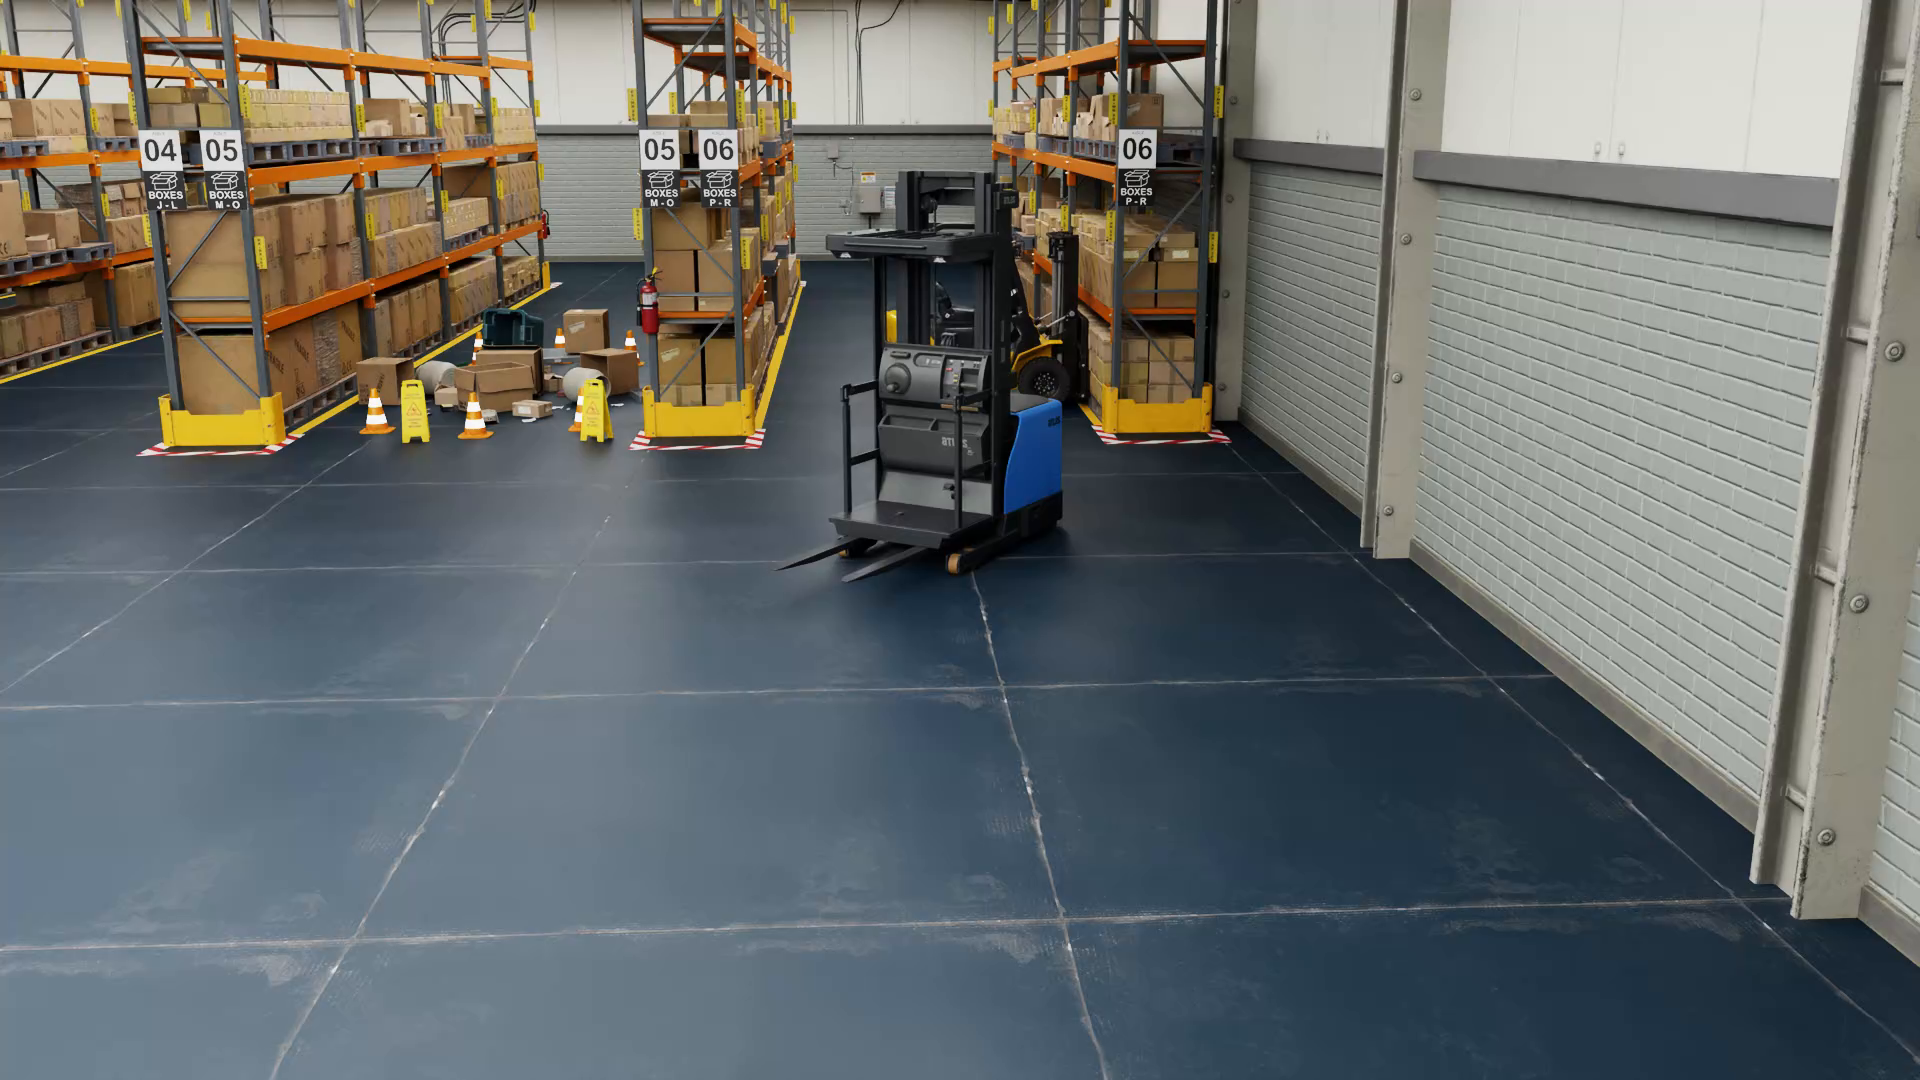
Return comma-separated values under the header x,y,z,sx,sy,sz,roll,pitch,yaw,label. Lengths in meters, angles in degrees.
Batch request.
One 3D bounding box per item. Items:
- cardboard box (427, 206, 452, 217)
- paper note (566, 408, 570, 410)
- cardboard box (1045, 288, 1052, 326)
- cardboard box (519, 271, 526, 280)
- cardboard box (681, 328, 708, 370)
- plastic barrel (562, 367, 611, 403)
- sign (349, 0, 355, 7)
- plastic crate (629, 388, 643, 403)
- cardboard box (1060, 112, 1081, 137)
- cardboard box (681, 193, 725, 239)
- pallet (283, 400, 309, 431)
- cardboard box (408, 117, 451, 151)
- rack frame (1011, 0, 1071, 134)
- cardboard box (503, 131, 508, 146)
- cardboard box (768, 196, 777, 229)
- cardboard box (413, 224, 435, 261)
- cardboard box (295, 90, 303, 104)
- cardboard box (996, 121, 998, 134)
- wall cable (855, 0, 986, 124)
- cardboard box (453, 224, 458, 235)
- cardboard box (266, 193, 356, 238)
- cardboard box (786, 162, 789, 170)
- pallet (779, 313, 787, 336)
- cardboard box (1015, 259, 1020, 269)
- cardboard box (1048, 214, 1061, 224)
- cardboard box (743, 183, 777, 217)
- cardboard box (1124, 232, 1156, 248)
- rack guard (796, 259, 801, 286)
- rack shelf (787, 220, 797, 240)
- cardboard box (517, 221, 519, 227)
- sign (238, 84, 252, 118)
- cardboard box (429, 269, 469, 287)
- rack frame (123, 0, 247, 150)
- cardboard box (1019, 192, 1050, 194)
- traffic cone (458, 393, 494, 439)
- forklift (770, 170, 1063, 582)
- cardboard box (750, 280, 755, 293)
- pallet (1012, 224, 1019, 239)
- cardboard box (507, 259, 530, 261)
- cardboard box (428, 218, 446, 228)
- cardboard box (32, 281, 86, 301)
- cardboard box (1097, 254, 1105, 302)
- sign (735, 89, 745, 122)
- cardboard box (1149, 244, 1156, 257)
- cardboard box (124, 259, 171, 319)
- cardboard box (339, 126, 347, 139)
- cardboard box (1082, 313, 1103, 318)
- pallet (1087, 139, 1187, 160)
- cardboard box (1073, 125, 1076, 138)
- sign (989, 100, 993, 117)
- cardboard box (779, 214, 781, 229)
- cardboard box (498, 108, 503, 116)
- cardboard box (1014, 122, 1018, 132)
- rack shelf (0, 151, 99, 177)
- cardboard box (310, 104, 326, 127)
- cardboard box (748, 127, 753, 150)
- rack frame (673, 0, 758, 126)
x,y,z,sx,sy,sz,roll,pitch,yaw,label
-8.101,-5.092,25.766,0.380,0.149,0.250,-1,14,-4,cardboard box
-4.588,-1.538,19.483,0.032,0.001,0.123,-1,14,-3,paper note
1.726,-3.391,24.611,0.875,0.625,0.625,0,14,-2,cardboard box
-8.293,-4.916,30.896,0.380,0.149,0.250,-1,14,-3,cardboard box
-3.151,-2.149,19.028,0.500,0.500,0.500,0,14,-1,cardboard box
-4.445,-1.831,19.794,0.512,0.421,0.421,10,18,35,plastic barrel
-8.776,-7.862,23.990,0.100,0.325,0.005,-1,14,-3,sign
-3.775,-1.766,20.231,0.402,0.080,0.583,-6,16,-23,plastic crate
1.613,-5.499,21.993,0.500,0.311,0.500,-1,14,-5,cardboard box
-3.106,-3.766,19.341,0.700,0.500,0.500,-1,14,-4,cardboard box
-7.867,-1.334,18.289,1.003,0.211,1.213,-1,14,-3,pallet
-8.005,-6.124,25.087,0.500,0.500,0.500,-1,14,-3,cardboard box
1.405,-8.556,28.721,1.000,3.000,0.127,-1,14,-3,rack frame
-8.289,-7.095,29.364,0.500,0.250,0.500,-1,14,-4,cardboard box
-2.996,-4.865,24.776,0.500,0.500,0.500,-1,14,-5,cardboard box
-7.910,-4.293,23.992,0.500,0.500,0.500,-1,14,-3,cardboard box
-7.537,-4.924,18.484,0.380,0.149,0.250,-1,14,-3,cardboard box
0.964,-7.929,32.007,0.500,0.250,0.500,-1,14,-2,cardboard box
-0.897,-10.946,37.936,2.988,3.039,0.133,-1,14,-3,wall cable
-8.114,-4.874,26.110,0.380,0.149,0.250,0,14,-1,cardboard box
-7.999,-3.985,20.527,0.875,0.550,0.550,-1,14,-3,cardboard box
-3.460,-7.140,31.746,0.380,0.149,0.250,-1,14,-2,cardboard box
-3.275,-3.425,26.415,1.003,0.211,1.213,-1,14,-3,pallet
1.162,-4.864,29.284,0.380,0.149,0.250,0,14,-1,cardboard box
1.469,-4.614,23.936,0.380,0.149,0.250,-1,14,-2,cardboard box
-3.088,-5.237,25.655,0.500,0.500,0.500,-1,14,-5,cardboard box
1.916,-3.259,18.072,0.380,0.149,0.250,-1,14,-3,cardboard box
-3.798,-5.363,33.368,1.175,0.500,0.348,-1,14,-3,rack guard
-3.673,-5.722,31.190,1.077,0.370,4.000,-1,14,-3,rack shelf
-8.404,-5.880,30.866,0.380,0.149,0.250,-1,14,-2,cardboard box
-7.185,-4.409,16.708,0.100,0.325,0.005,-1,14,-3,sign
-8.068,-4.134,26.243,0.500,0.250,0.500,-1,14,-4,cardboard box
-7.740,-5.392,16.425,1.000,3.000,0.127,-1,14,-3,rack frame
1.212,-5.779,28.922,0.700,0.500,0.500,-1,14,-2,cardboard box
-5.207,-1.345,17.827,0.336,0.463,0.334,-1,14,-3,traffic cone
-0.311,-1.284,12.636,1.130,2.935,3.031,8,17,29,forklift
-2.625,-3.006,19.696,0.380,0.149,0.250,-1,14,-3,cardboard box
1.345,-5.357,28.713,1.003,0.211,1.213,-1,14,-3,pallet
-8.391,-5.258,31.628,0.380,0.149,0.250,-1,15,-6,cardboard box
-8.065,-4.826,25.327,0.380,0.149,0.250,0,14,-1,cardboard box
-13.121,-3.625,24.223,0.500,0.250,0.500,0,14,-1,cardboard box
1.833,-2.962,18.819,0.500,0.500,0.500,0,14,-2,cardboard box
-2.264,-4.473,17.118,0.100,0.325,0.005,-1,14,-3,sign
2.298,-3.241,18.600,0.380,0.149,0.250,-1,14,-4,cardboard box
-13.262,-3.993,26.449,1.225,0.875,0.875,-1,14,-3,cardboard box
-7.630,-4.916,20.056,0.380,0.149,0.250,-1,14,-3,cardboard box
1.681,-2.641,20.440,0.500,0.250,0.500,0,14,-2,cardboard box
2.052,-4.556,19.373,1.003,0.211,1.213,-1,14,-3,pallet
1.625,-5.128,20.876,0.380,0.149,0.250,-1,14,-2,cardboard box
0.616,-8.513,32.819,0.100,0.325,0.005,-1,14,-3,sign
-3.136,-5.130,26.744,0.500,0.250,0.500,-1,14,-4,cardboard box
-8.286,-7.558,29.359,0.380,0.149,0.250,-1,14,-5,cardboard box
1.099,-6.836,27.515,0.380,0.149,0.250,-1,14,-2,cardboard box
-13.068,-5.032,22.489,1.077,0.370,4.000,-1,14,-3,rack shelf
-7.641,-4.889,19.150,0.500,0.250,0.500,-1,14,-4,cardboard box
-2.661,-4.623,19.159,0.500,0.250,0.500,-1,14,-2,cardboard box
-3.053,-6.489,20.687,1.000,3.000,0.127,-1,14,-3,rack frame
